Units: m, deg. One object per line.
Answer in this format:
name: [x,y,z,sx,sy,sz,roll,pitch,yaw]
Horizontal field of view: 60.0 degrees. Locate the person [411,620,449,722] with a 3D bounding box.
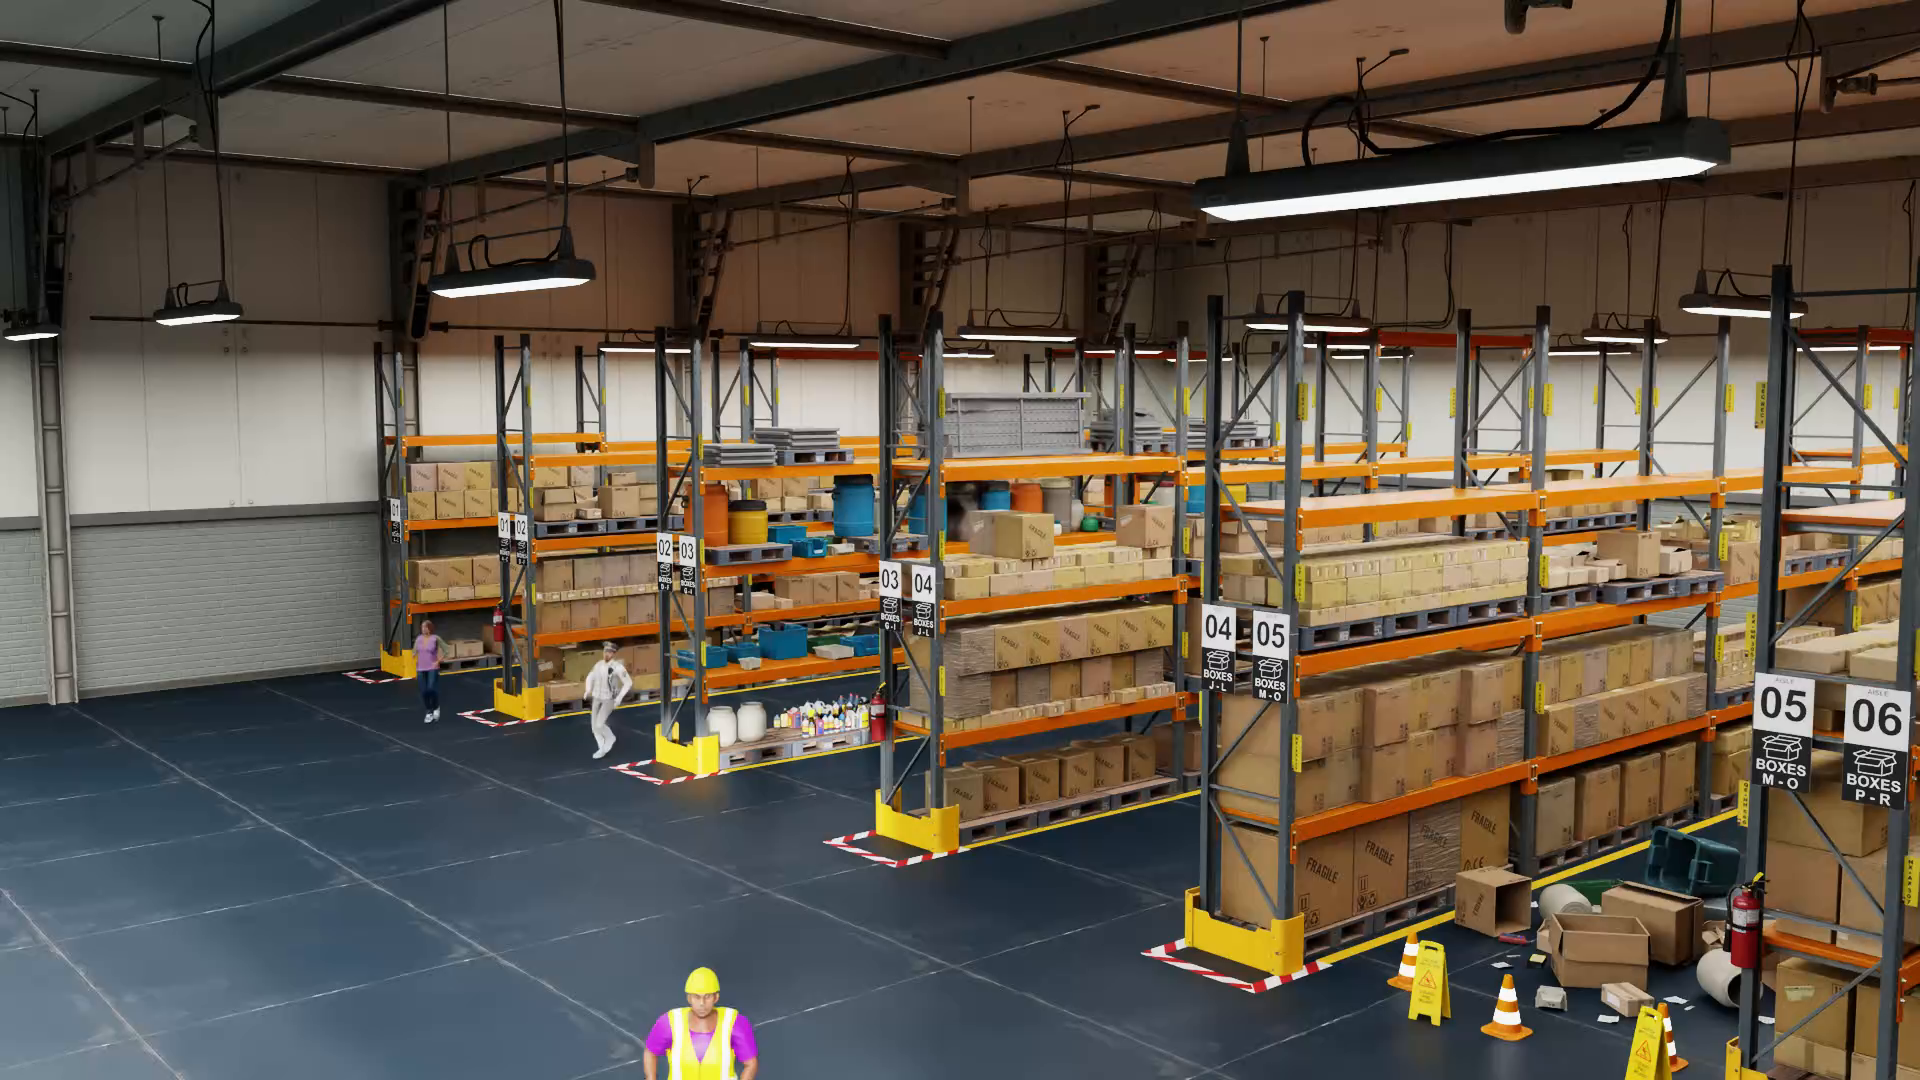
person: [-8.252,2.041,25.756,0.549,1.590,0.527,0,5,2]

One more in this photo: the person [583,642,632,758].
person: [-4.958,2.239,23.233,0.690,1.650,0.474,2,6,24]

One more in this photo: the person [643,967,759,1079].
person: [-1.551,3.404,9.977,0.695,1.712,0.620,-1,5,-8]
